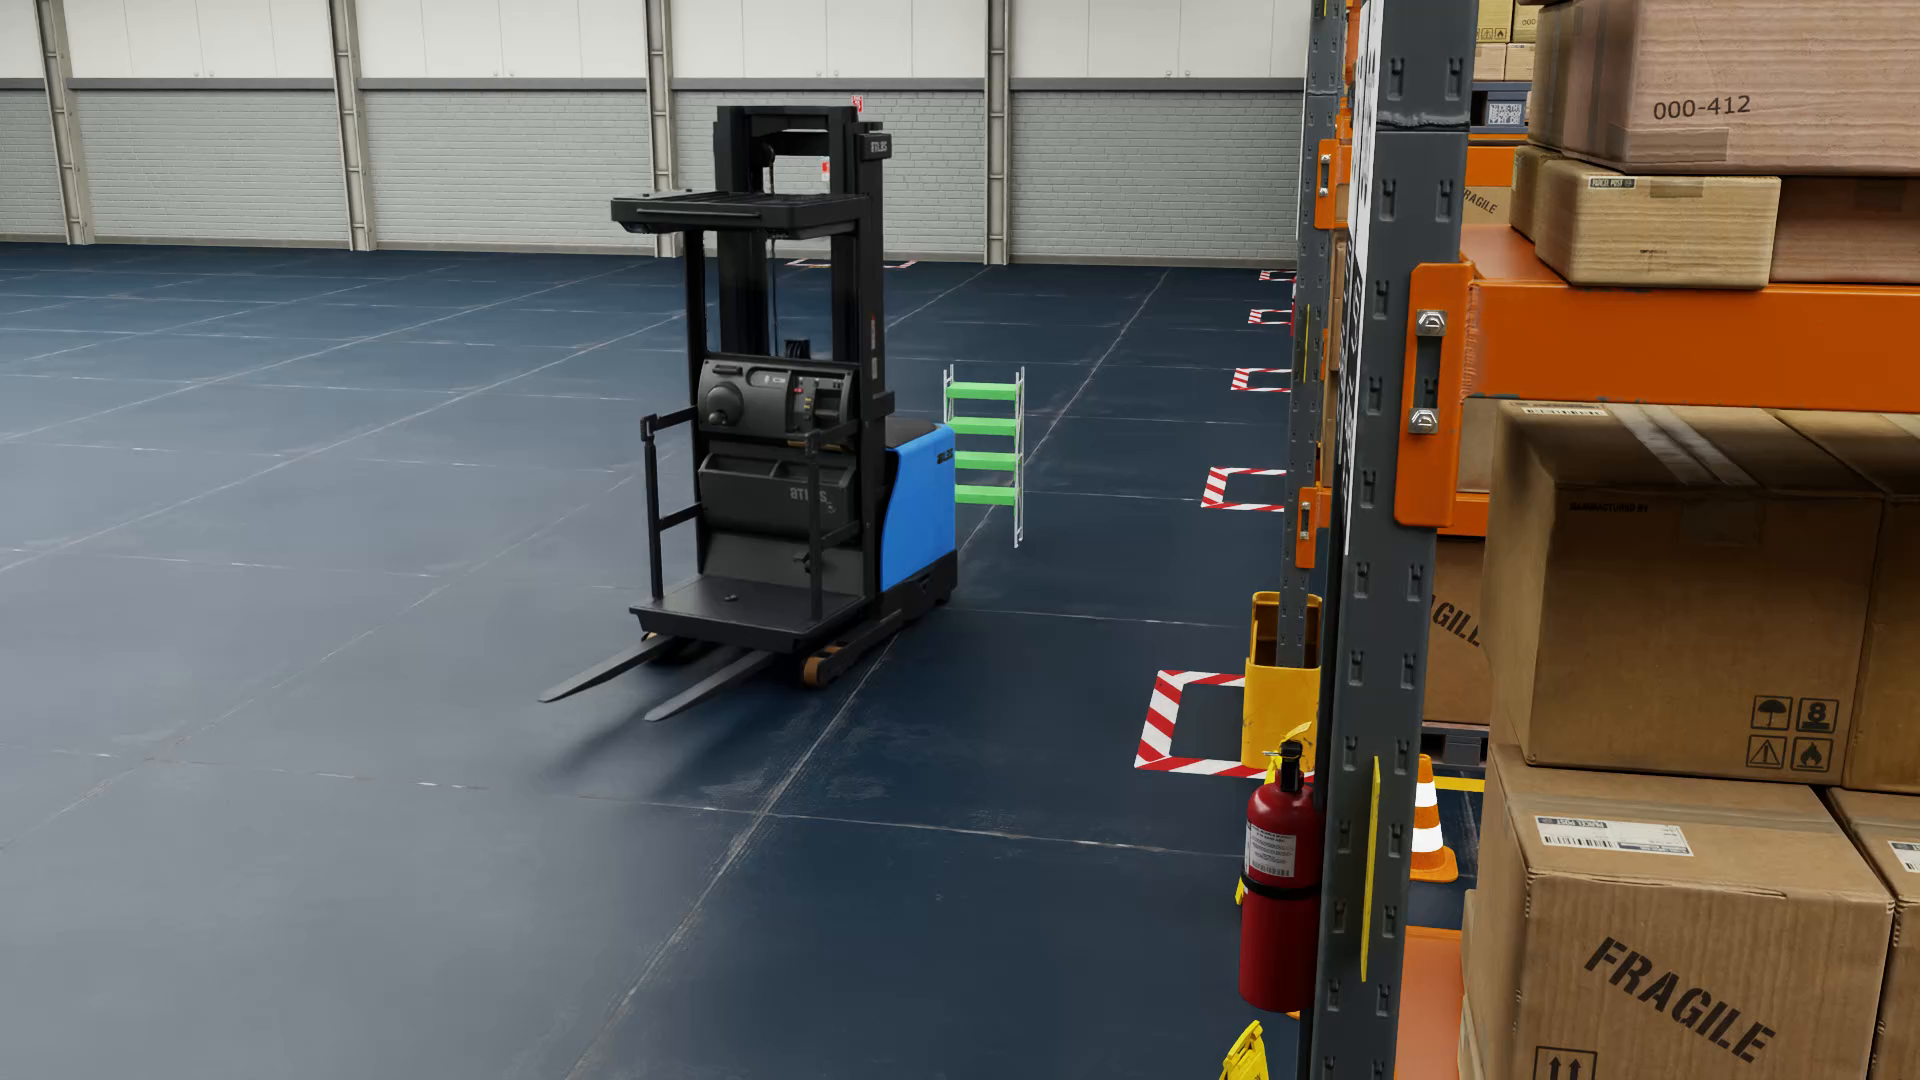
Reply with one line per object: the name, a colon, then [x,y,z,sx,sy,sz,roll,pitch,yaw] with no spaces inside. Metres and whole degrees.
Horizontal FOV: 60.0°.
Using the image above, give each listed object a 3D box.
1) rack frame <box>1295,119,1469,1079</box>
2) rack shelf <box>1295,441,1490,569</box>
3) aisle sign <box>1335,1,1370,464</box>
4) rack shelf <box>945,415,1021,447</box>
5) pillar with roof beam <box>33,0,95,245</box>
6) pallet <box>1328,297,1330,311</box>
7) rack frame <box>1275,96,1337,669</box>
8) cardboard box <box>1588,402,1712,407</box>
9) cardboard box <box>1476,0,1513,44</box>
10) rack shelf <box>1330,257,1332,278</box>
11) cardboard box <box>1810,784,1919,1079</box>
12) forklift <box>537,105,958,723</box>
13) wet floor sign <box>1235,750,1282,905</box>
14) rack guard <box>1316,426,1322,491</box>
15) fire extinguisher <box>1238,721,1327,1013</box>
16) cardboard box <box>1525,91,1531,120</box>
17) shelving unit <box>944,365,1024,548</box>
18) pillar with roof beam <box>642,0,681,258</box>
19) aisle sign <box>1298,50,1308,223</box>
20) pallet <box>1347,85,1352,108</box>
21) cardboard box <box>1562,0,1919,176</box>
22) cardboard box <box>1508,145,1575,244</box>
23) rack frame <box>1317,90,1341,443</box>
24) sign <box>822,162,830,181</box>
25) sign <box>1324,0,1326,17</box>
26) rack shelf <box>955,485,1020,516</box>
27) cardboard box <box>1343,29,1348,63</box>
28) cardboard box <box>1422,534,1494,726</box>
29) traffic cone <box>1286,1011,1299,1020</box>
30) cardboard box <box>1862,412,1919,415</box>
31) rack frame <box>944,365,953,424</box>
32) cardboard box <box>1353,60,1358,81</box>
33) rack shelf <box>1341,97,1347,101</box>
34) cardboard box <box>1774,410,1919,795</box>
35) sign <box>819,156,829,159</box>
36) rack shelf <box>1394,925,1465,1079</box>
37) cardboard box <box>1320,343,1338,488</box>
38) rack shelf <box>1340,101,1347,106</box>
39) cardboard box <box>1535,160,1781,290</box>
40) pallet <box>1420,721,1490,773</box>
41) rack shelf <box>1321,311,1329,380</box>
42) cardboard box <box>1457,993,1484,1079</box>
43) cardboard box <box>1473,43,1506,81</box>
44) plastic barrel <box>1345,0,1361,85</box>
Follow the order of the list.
rack frame: [0.720,0.766,3.109,0.127,3.000,1.000,3,16,11]
rack shelf: [3.567,-0.082,7.515,4.000,0.370,1.077,3,16,11]
aisle sign: [0.717,-0.566,3.048,0.004,0.787,0.394,3,16,11]
rack shelf: [0.162,-0.739,11.253,0.480,0.148,0.258,3,16,11]
pillar with roof beam: [-17.863,-8.945,26.927,0.400,9.000,9.100,3,16,11]
pallet: [5.430,-3.045,22.087,1.213,0.211,1.003,3,16,11]
rack frame: [1.607,-0.535,7.803,0.127,3.000,1.000,3,16,11]
cardboard box: [3.047,-0.513,7.444,0.550,0.550,0.875,3,16,11]
cardboard box: [2.029,-2.209,6.979,0.500,0.250,0.500,3,16,11]
rack shelf: [5.641,-2.669,16.857,4.000,0.370,1.077,3,16,11]
cardboard box: [1.637,0.699,2.607,0.500,0.500,0.500,4,16,13]
forklift: [-1.084,-0.768,8.773,1.130,2.935,3.031,7,17,23]
wet floor sign: [1.184,1.116,6.253,0.232,0.644,0.267,0,15,1]
rack guard: [2.769,-0.618,12.787,0.348,0.500,1.175,3,16,11]
fire extinguisher: [0.699,0.676,3.577,0.183,0.674,0.296,3,16,11]
cardboard box: [4.106,-3.054,11.559,0.500,0.250,0.500,3,16,11]
shelving unit: [0.162,-0.569,11.300,0.503,1.200,0.258,3,16,11]
pillar with roof beam: [-6.103,-8.307,24.622,0.400,9.000,9.100,3,16,11]
aisle sign: [1.597,-1.870,7.753,0.004,0.787,0.394,3,16,11]
pallet: [4.473,-4.407,16.519,1.213,0.211,1.003,3,16,11]
cardboard box: [1.159,-0.655,2.341,0.500,0.250,0.500,3,16,10]
cardboard box: [1.125,-0.613,2.938,0.250,0.149,0.380,3,16,11]
rack frame: [2.694,-1.827,12.468,0.127,3.000,1.000,3,16,11]
sign: [-2.301,-6.437,29.046,0.234,0.329,0.001,3,16,11]
sign: [1.490,-2.295,6.753,0.005,0.325,0.100,3,16,11]
rack shelf: [0.162,-0.277,11.381,0.480,0.148,0.258,3,16,11]
cardboard box: [5.985,-7.615,25.648,0.500,0.500,0.500,2,16,7]
cardboard box: [2.285,0.306,7.963,0.875,0.875,0.875,3,16,11]
traffic cone: [1.286,1.365,5.697,0.334,0.463,0.336,3,16,11]
cardboard box: [4.114,-0.494,7.374,0.550,0.550,0.875,3,16,11]
rack frame: [-0.077,-0.582,11.347,0.015,1.200,0.240,3,16,11]
cardboard box: [2.918,-3.317,11.763,0.250,0.149,0.380,3,16,11]
rack shelf: [7.616,-6.707,25.813,4.000,0.370,1.077,3,16,11]
cardboard box: [1.758,0.091,2.926,0.500,0.500,0.700,3,16,12]
sign: [-2.298,-6.690,28.966,0.331,0.109,0.001,3,16,11]
rack shelf: [2.679,1.219,2.821,4.000,0.370,1.077,3,16,11]
cardboard box: [1.980,-0.599,7.755,0.550,0.550,0.875,3,16,11]
rack shelf: [6.632,-5.411,21.134,4.000,0.370,1.077,3,16,11]
cardboard box: [0.980,-0.456,2.372,0.250,0.149,0.380,3,16,11]
pallet: [2.406,0.831,8.096,1.213,0.211,1.003,3,16,11]
rack shelf: [4.654,-1.374,12.180,4.000,0.370,1.077,3,16,11]
cardboard box: [1.011,0.959,2.882,0.250,0.149,0.380,3,16,11]
cardboard box: [2.129,-1.994,6.950,0.250,0.149,0.380,3,16,12]
plastic barrel: [4.183,-4.985,16.658,0.708,0.830,0.600,3,16,11]
